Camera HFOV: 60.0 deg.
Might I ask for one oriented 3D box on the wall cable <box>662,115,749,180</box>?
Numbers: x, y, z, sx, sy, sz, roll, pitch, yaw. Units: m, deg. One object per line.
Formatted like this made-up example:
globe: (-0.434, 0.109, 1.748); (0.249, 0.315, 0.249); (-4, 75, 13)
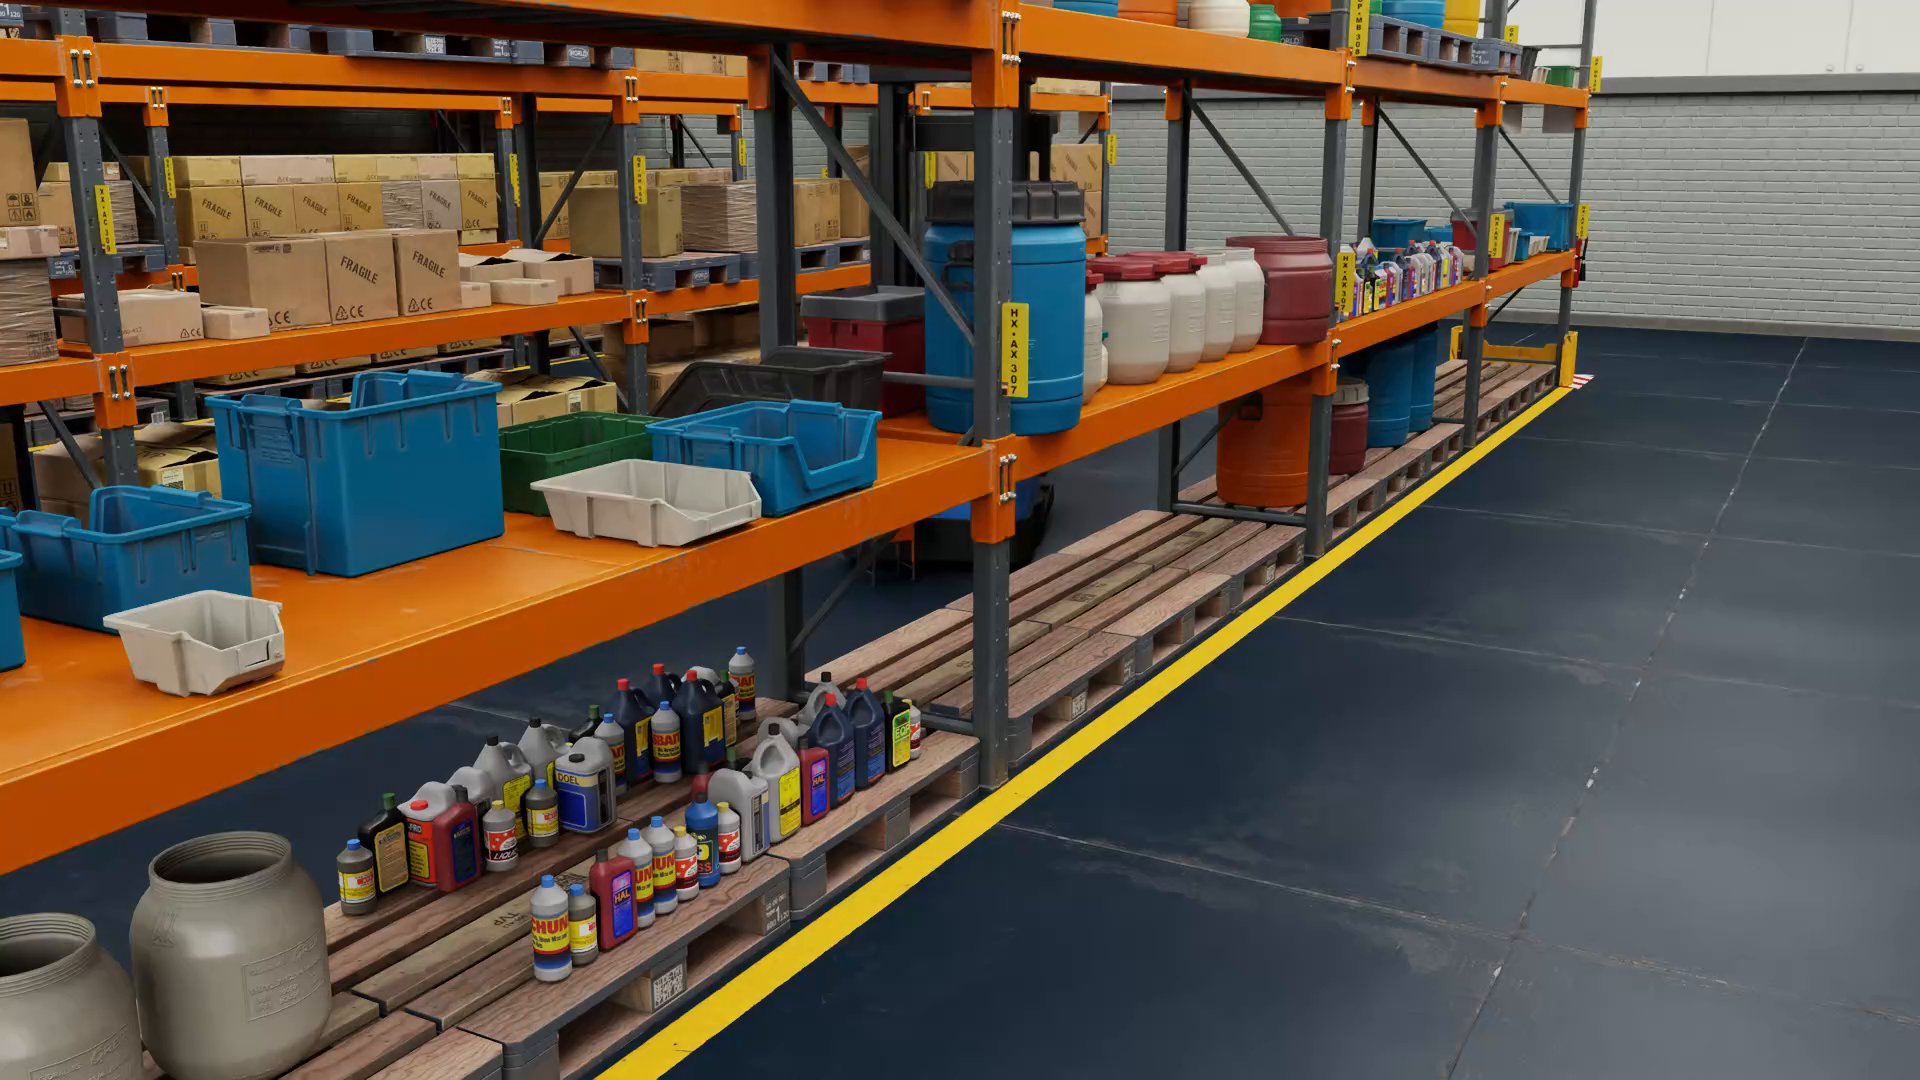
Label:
wall cable: (-3.366, -5.039, 22.366); (0.084, 1.984, 1.851); (7, 15, 28)

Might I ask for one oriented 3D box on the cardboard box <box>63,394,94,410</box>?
cardboard box: (-7.326, -1.379, 13.747); (0.700, 0.500, 0.500); (8, 16, 29)

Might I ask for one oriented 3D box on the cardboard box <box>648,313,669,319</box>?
cardboard box: (-3.892, -2.803, 19.697); (0.700, 0.500, 0.500); (7, 15, 26)

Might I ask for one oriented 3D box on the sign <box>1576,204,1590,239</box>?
sign: (6.005, -3.073, 16.031); (0.100, 0.325, 0.005); (7, 15, 28)

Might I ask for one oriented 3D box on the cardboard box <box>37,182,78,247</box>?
cardboard box: (-7.489, -2.581, 13.186); (0.700, 0.500, 0.500); (6, 15, 23)

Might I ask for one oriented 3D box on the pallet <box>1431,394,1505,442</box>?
pallet: (3.904, -1.031, 13.861); (1.003, 0.211, 1.213); (7, 15, 28)

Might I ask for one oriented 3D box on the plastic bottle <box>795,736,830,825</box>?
plastic bottle: (-0.479, 0.758, 5.344); (0.061, 0.283, 0.133); (9, 16, 32)

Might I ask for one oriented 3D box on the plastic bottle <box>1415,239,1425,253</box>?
plastic bottle: (3.298, -1.998, 12.028); (0.144, 0.351, 0.185); (7, 15, 28)

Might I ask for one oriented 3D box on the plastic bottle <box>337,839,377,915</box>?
plastic bottle: (-1.715, 0.950, 4.724); (0.097, 0.201, 0.097); (0, 14, 0)

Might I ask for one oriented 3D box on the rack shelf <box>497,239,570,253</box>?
rack shelf: (-4.123, -3.415, 19.333); (1.077, 0.370, 4.000); (7, 15, 28)

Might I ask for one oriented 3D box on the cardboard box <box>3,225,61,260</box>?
cardboard box: (-4.563, -1.436, 7.994); (0.380, 0.149, 0.250); (7, 15, 28)

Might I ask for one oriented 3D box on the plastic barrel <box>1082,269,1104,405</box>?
plastic barrel: (0.369, -0.828, 6.778); (0.433, 0.535, 0.433); (0, 14, 0)

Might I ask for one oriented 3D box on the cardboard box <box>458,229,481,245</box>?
cardboard box: (-5.107, -3.086, 16.927); (0.380, 0.149, 0.250); (8, 16, 29)

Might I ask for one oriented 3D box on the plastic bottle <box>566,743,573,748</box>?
plastic bottle: (-1.287, 0.769, 5.477); (0.097, 0.201, 0.097); (0, 14, 0)

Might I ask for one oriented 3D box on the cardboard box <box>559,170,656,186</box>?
cardboard box: (-4.113, -3.909, 19.208); (0.980, 0.700, 0.700); (7, 15, 25)

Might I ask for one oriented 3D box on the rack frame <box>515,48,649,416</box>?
rack frame: (-2.686, -1.973, 11.818); (1.000, 3.000, 0.127); (7, 15, 28)

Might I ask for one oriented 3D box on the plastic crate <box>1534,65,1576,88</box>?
plastic crate: (5.289, -4.173, 14.994); (0.450, 0.188, 0.336); (7, 15, 28)

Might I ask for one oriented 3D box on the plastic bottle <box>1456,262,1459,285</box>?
plastic bottle: (3.643, -1.991, 12.315); (0.097, 0.201, 0.097); (0, 14, 0)

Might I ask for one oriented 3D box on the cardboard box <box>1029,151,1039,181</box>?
cardboard box: (0.469, -3.711, 16.678); (0.500, 0.500, 0.500); (8, 16, 30)

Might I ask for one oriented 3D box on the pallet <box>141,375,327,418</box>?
pallet: (-6.577, -1.331, 15.105); (1.003, 0.211, 1.213); (7, 15, 28)

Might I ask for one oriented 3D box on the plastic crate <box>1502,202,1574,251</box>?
plastic crate: (5.517, -3.009, 15.911); (0.616, 0.435, 0.499); (7, 15, 28)

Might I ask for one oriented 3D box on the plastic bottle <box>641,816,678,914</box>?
plastic bottle: (-0.856, 0.915, 4.720); (0.097, 0.271, 0.097); (0, 14, 0)

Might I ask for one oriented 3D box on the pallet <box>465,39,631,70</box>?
pallet: (-2.936, -3.190, 10.869); (1.213, 0.211, 1.003); (8, 16, 31)

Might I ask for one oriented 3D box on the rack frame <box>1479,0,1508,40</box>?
rack frame: (3.582, -5.148, 12.188); (1.000, 3.000, 0.127); (7, 15, 28)

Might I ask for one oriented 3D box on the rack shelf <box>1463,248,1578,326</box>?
rack shelf: (4.549, -2.292, 14.677); (1.077, 0.370, 4.000); (7, 15, 28)

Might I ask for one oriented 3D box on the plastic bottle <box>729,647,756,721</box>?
plastic bottle: (-0.823, 0.538, 6.286); (0.097, 0.271, 0.097); (0, 14, 0)

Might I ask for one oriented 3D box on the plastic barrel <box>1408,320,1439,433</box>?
plastic barrel: (3.304, -1.306, 12.632); (0.600, 0.901, 0.708); (7, 15, 28)

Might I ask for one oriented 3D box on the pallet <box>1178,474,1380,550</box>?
pallet: (1.993, -0.222, 10.504); (1.003, 0.211, 1.213); (7, 15, 28)

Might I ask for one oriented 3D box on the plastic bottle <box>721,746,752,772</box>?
plastic bottle: (-0.695, 0.780, 5.254); (0.061, 0.283, 0.133); (7, 15, 28)

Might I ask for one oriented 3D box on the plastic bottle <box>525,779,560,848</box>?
plastic bottle: (-1.298, 0.843, 5.167); (0.097, 0.201, 0.097); (0, 14, 0)

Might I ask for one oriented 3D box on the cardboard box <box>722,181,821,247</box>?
cardboard box: (-1.552, -2.677, 13.628); (0.700, 0.500, 0.500); (3, 14, 14)

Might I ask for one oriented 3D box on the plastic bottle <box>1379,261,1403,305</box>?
plastic bottle: (2.811, -1.687, 10.898); (0.152, 0.276, 0.135); (7, 15, 28)

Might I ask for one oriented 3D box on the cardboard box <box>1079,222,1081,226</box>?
cardboard box: (0.956, -3.433, 17.662); (0.500, 0.500, 0.500); (8, 15, 29)

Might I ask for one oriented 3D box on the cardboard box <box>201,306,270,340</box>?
cardboard box: (-4.012, -1.189, 9.101); (0.380, 0.149, 0.250); (7, 15, 28)

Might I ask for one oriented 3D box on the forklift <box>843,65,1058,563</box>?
forklift: (0.028, -1.591, 10.379); (1.130, 2.935, 3.031); (2, 14, 6)

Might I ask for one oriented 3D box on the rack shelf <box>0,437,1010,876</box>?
rack shelf: (-1.252, 0.170, 4.465); (1.077, 0.370, 4.000); (7, 15, 28)

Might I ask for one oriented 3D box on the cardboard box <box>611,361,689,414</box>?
cardboard box: (-2.216, -1.033, 12.312); (0.500, 0.500, 0.500); (8, 16, 30)

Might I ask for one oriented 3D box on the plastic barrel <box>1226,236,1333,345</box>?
plastic barrel: (1.689, -1.348, 8.933); (0.600, 0.536, 0.708); (7, 15, 28)

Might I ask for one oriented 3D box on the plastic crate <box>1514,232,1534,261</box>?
plastic crate: (4.748, -2.550, 14.439); (0.416, 0.233, 0.300); (7, 15, 28)

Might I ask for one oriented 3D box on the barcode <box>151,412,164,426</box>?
barcode: (-4.132, -0.623, 8.564); (0.001, 0.075, 0.075); (7, 15, 28)

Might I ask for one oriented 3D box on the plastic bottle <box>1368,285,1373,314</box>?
plastic bottle: (2.509, -1.510, 10.319); (0.097, 0.201, 0.097); (0, 14, 0)

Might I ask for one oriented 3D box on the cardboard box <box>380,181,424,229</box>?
cardboard box: (-5.581, -3.226, 16.124); (0.500, 0.500, 0.500); (7, 15, 28)

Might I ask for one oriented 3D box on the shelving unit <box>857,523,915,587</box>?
shelving unit: (-0.404, -0.290, 8.997); (0.252, 1.050, 0.215); (-7, 15, -28)

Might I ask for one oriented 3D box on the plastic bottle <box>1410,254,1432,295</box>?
plastic bottle: (3.189, -1.848, 11.563); (0.152, 0.276, 0.135); (7, 15, 28)

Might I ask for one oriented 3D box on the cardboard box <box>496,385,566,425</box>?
cardboard box: (-2.969, -0.870, 11.018); (0.500, 0.311, 0.500); (7, 15, 27)

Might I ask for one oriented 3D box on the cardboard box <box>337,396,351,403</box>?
cardboard box: (-3.691, -0.826, 10.833); (0.500, 0.311, 0.500); (7, 15, 27)

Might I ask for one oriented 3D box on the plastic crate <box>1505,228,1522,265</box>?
plastic crate: (4.482, -2.496, 14.110); (0.437, 0.282, 0.530); (7, 15, 28)

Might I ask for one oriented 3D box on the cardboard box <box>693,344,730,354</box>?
cardboard box: (-2.189, -1.296, 13.406); (0.500, 0.500, 0.500); (7, 15, 26)

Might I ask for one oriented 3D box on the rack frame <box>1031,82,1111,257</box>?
rack frame: (1.182, -3.614, 18.626); (1.000, 3.000, 0.127); (7, 15, 28)

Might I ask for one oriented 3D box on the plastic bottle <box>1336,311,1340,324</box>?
plastic bottle: (2.141, -1.403, 9.717); (0.152, 0.276, 0.135); (7, 15, 28)

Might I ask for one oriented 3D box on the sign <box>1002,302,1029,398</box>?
sign: (0.191, -0.660, 5.782); (0.100, 0.325, 0.005); (7, 15, 28)

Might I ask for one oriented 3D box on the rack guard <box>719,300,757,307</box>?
rack guard: (-3.145, -2.965, 21.264); (1.175, 0.500, 0.348); (7, 15, 28)

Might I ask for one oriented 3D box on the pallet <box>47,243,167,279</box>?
pallet: (-7.275, -2.282, 13.508); (1.213, 0.211, 1.003); (7, 15, 28)

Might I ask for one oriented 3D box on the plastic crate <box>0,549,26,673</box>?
plastic crate: (-2.239, 0.166, 3.263); (0.499, 0.251, 0.616); (7, 15, 28)

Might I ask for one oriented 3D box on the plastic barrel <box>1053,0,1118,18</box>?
plastic barrel: (0.403, -2.690, 7.320); (0.600, 0.901, 0.708); (7, 15, 28)

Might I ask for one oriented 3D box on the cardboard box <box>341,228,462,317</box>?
cardboard box: (-3.483, -1.676, 10.370); (0.500, 0.500, 0.500); (6, 15, 25)

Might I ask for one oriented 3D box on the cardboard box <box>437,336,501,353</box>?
cardboard box: (-5.291, -2.365, 17.135); (0.750, 0.750, 0.750); (8, 15, 29)

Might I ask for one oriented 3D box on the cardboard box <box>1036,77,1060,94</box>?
cardboard box: (0.682, -4.659, 16.879); (0.500, 0.250, 0.500); (7, 15, 28)
